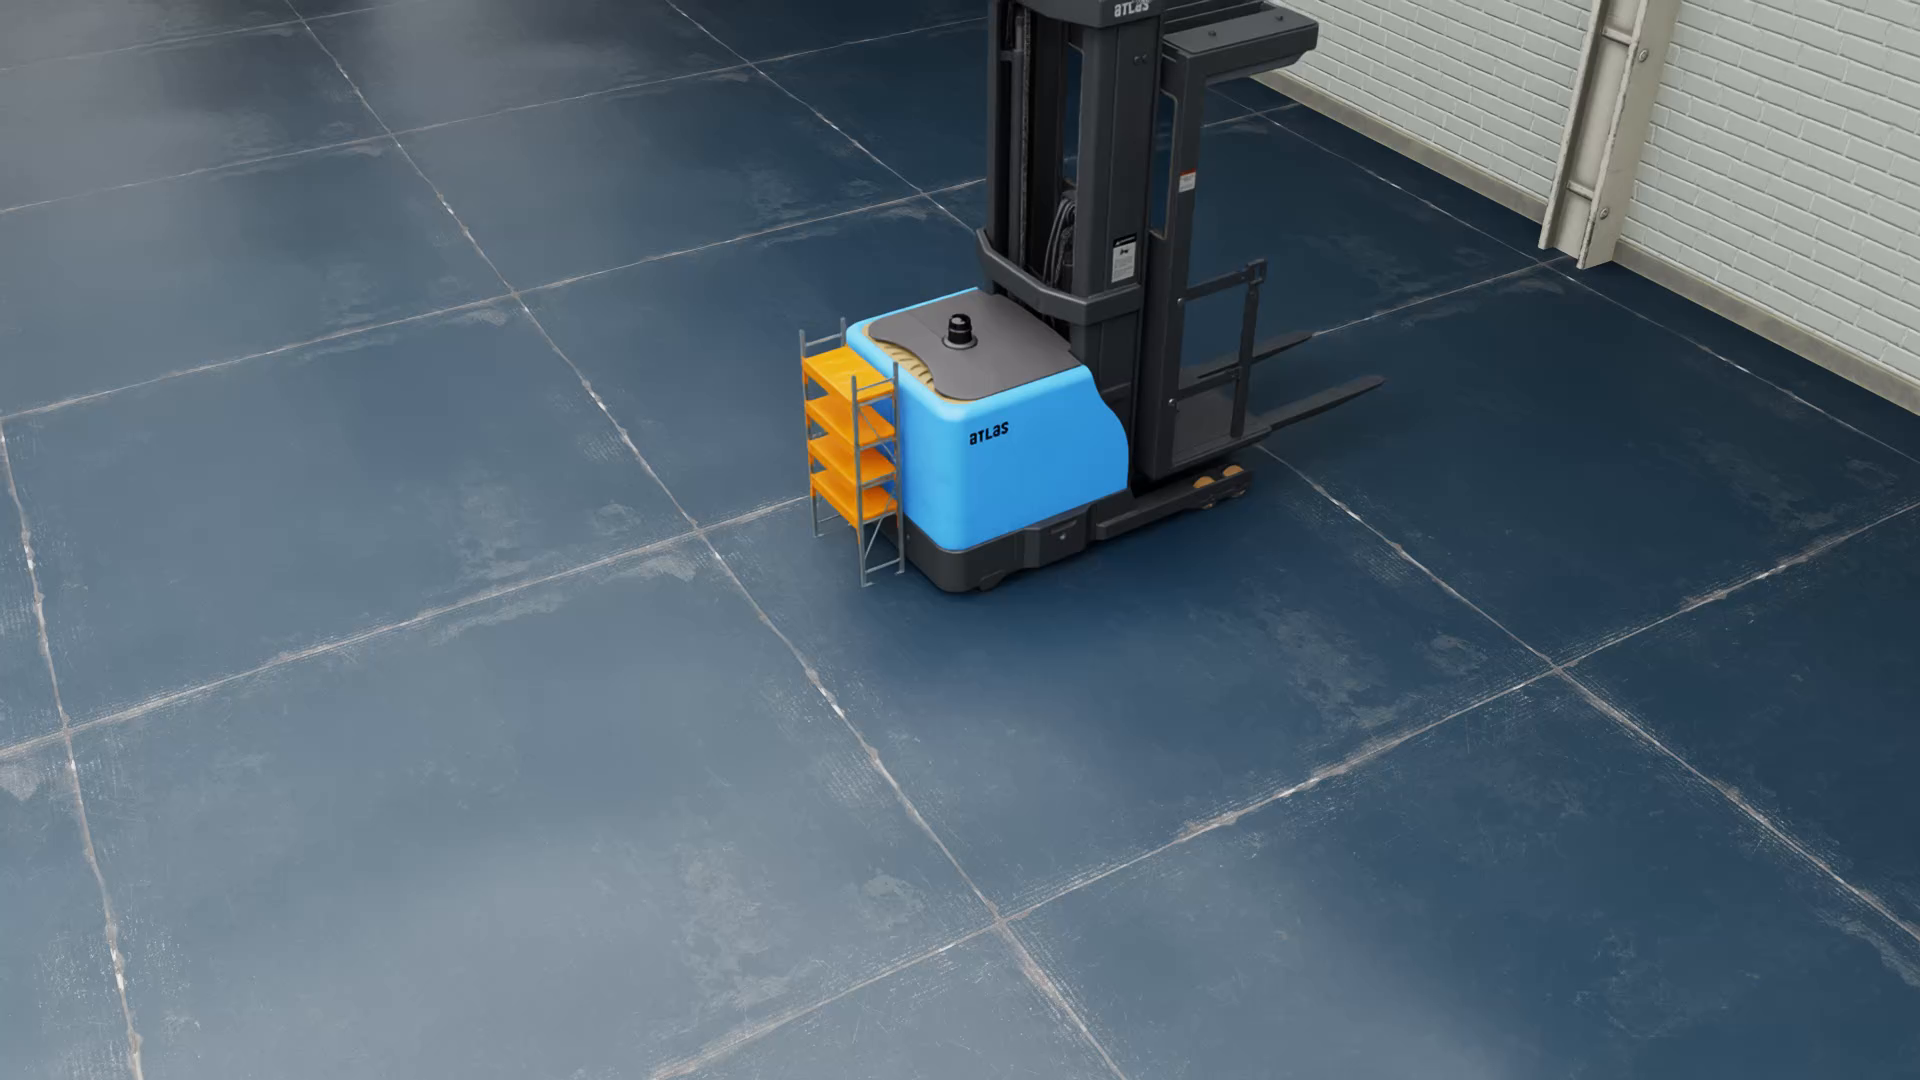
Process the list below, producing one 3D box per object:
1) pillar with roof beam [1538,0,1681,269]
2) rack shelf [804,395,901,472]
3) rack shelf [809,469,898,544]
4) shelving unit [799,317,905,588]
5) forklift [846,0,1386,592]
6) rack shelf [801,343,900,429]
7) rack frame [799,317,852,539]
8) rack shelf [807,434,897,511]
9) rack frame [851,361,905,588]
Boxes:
[{"bbox_3d":[0.392,-4.278,6.705,9.100,9.000,0.400,-19,40,-24],"label":"pillar with roof beam"},{"bbox_3d":[-0.515,-0.536,7.928,0.258,0.148,0.480,-21,41,-26],"label":"rack shelf"},{"bbox_3d":[-0.513,-0.196,8.178,0.258,0.148,0.480,-21,41,-26],"label":"rack shelf"},{"bbox_3d":[-0.514,-0.410,8.021,0.258,1.200,0.503,-21,41,-26],"label":"shelving unit"},{"bbox_3d":[0.940,-1.590,8.169,3.031,2.935,1.130,-21,41,-26],"label":"forklift"},{"bbox_3d":[-0.516,-0.727,7.788,0.258,0.148,0.480,-21,41,-26],"label":"rack shelf"},{"bbox_3d":[-0.645,-0.531,8.187,0.240,1.200,0.015,-21,41,-26],"label":"rack frame"},{"bbox_3d":[-0.514,-0.356,8.060,0.258,0.148,0.480,-21,41,-26],"label":"rack shelf"},{"bbox_3d":[-0.382,-0.289,7.855,0.240,1.200,0.015,-21,41,-26],"label":"rack frame"}]
